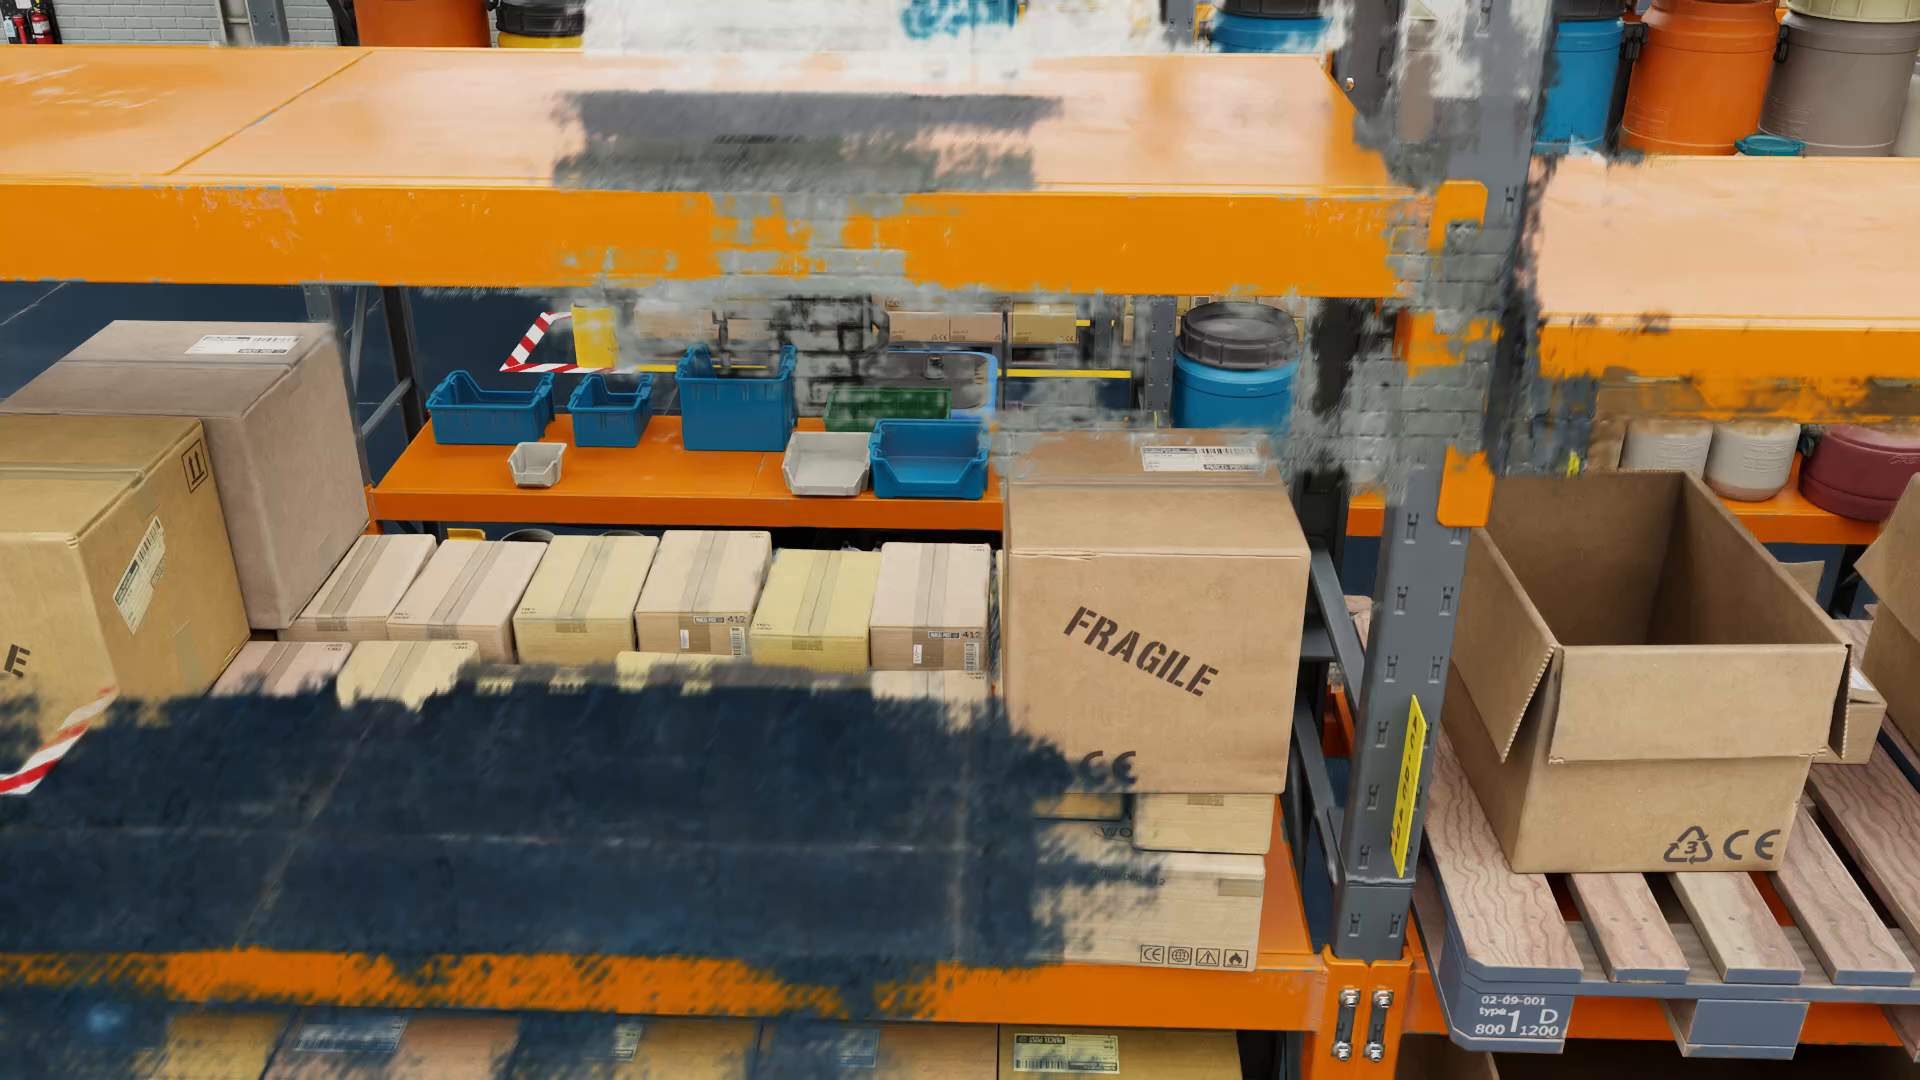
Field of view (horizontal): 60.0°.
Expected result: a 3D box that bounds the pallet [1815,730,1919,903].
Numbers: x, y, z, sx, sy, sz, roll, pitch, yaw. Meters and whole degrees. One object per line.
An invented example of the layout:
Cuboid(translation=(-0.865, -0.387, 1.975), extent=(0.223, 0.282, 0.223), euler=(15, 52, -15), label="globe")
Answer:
Cuboid(translation=(-0.578, -4.006, 18.007), extent=(1.213, 0.211, 1.003), euler=(1, 28, 2), label="pallet")

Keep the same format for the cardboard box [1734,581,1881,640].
Cuboid(translation=(-1.685, -5.075, 17.185), extent=(0.500, 0.250, 0.500), euler=(0, 28, 0), label="cardboard box")

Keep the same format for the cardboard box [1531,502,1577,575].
Cuboid(translation=(-2.207, -5.316, 17.641), extent=(0.500, 0.250, 0.500), euler=(1, 28, 3), label="cardboard box")

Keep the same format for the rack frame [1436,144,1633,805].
Cuboid(translation=(-2.681, -5.291, 17.453), extent=(0.127, 3.000, 1.000), euler=(1, 28, 2), label="rack frame")

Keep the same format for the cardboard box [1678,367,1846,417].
Cuboid(translation=(-1.700, -5.643, 17.457), extent=(0.500, 0.500, 0.500), euler=(1, 28, 2), label="cardboard box")

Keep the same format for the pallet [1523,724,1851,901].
Cuboid(translation=(-1.794, -4.028, 18.048), extent=(1.213, 0.211, 1.003), euler=(1, 28, 2), label="pallet")

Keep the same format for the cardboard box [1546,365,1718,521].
Cuboid(translation=(-2.202, -5.656, 17.481), extent=(0.500, 0.500, 0.500), euler=(1, 28, 1), label="cardboard box")

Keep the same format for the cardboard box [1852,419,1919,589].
Cuboid(translation=(-1.205, -5.392, 16.982), extent=(0.500, 0.500, 0.500), euler=(0, 28, 0), label="cardboard box")

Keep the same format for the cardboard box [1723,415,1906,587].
Cuboid(translation=(-1.721, -5.403, 17.004), extent=(0.500, 0.500, 0.500), euler=(1, 28, 2), label="cardboard box")

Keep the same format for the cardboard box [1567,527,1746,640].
Cuboid(translation=(-2.205, -5.077, 17.188), extent=(0.500, 0.250, 0.500), euler=(0, 28, 0), label="cardboard box")

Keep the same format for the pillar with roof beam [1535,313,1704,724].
Cuboid(translation=(-2.103, -6.320, 12.989), extent=(0.400, 9.000, 9.100), euler=(1, 28, 2), label="pillar with roof beam")

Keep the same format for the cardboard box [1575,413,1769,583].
Cuboid(translation=(-2.215, -5.416, 17.028), extent=(0.500, 0.500, 0.500), euler=(1, 28, 2), label="cardboard box")

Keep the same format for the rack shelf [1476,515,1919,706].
Cuboid(translation=(-0.682, -4.940, 17.560), extent=(4.000, 0.370, 1.077), euler=(1, 28, 2), label="rack shelf")

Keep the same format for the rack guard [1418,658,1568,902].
Cuboid(translation=(-2.605, -4.185, 18.037), extent=(0.348, 0.500, 1.175), euler=(1, 28, 2), label="rack guard")

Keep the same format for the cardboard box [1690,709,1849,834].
Cuboid(translation=(-1.423, -4.234, 17.861), extent=(0.500, 0.311, 0.500), euler=(3, 28, 6), label="cardboard box")

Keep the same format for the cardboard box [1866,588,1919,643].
Cuboid(translation=(-1.176, -5.064, 17.164), extent=(0.500, 0.250, 0.500), euler=(1, 28, 1), label="cardboard box")

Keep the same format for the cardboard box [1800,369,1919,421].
Cuboid(translation=(-1.183, -5.637, 17.445), extent=(0.500, 0.500, 0.500), euler=(0, 28, 0), label="cardboard box")

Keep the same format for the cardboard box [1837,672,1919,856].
Cuboid(translation=(-0.692, -4.282, 17.750), extent=(0.500, 0.500, 0.700), euler=(-1, 28, -1), label="cardboard box")

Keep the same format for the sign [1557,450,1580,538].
Cuboid(translation=(-2.700, -5.419, 16.772), extent=(0.005, 0.325, 0.100), euler=(1, 28, 2), label="sign")

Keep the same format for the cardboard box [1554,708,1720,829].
Cuboid(translation=(-1.993, -4.244, 17.879), extent=(0.500, 0.311, 0.500), euler=(-2, 28, -4), label="cardboard box")

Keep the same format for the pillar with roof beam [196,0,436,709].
Cuboid(translation=(-8.099, -6.419, 13.176), extent=(0.400, 9.000, 9.100), euler=(1, 28, 2), label="pillar with roof beam")
